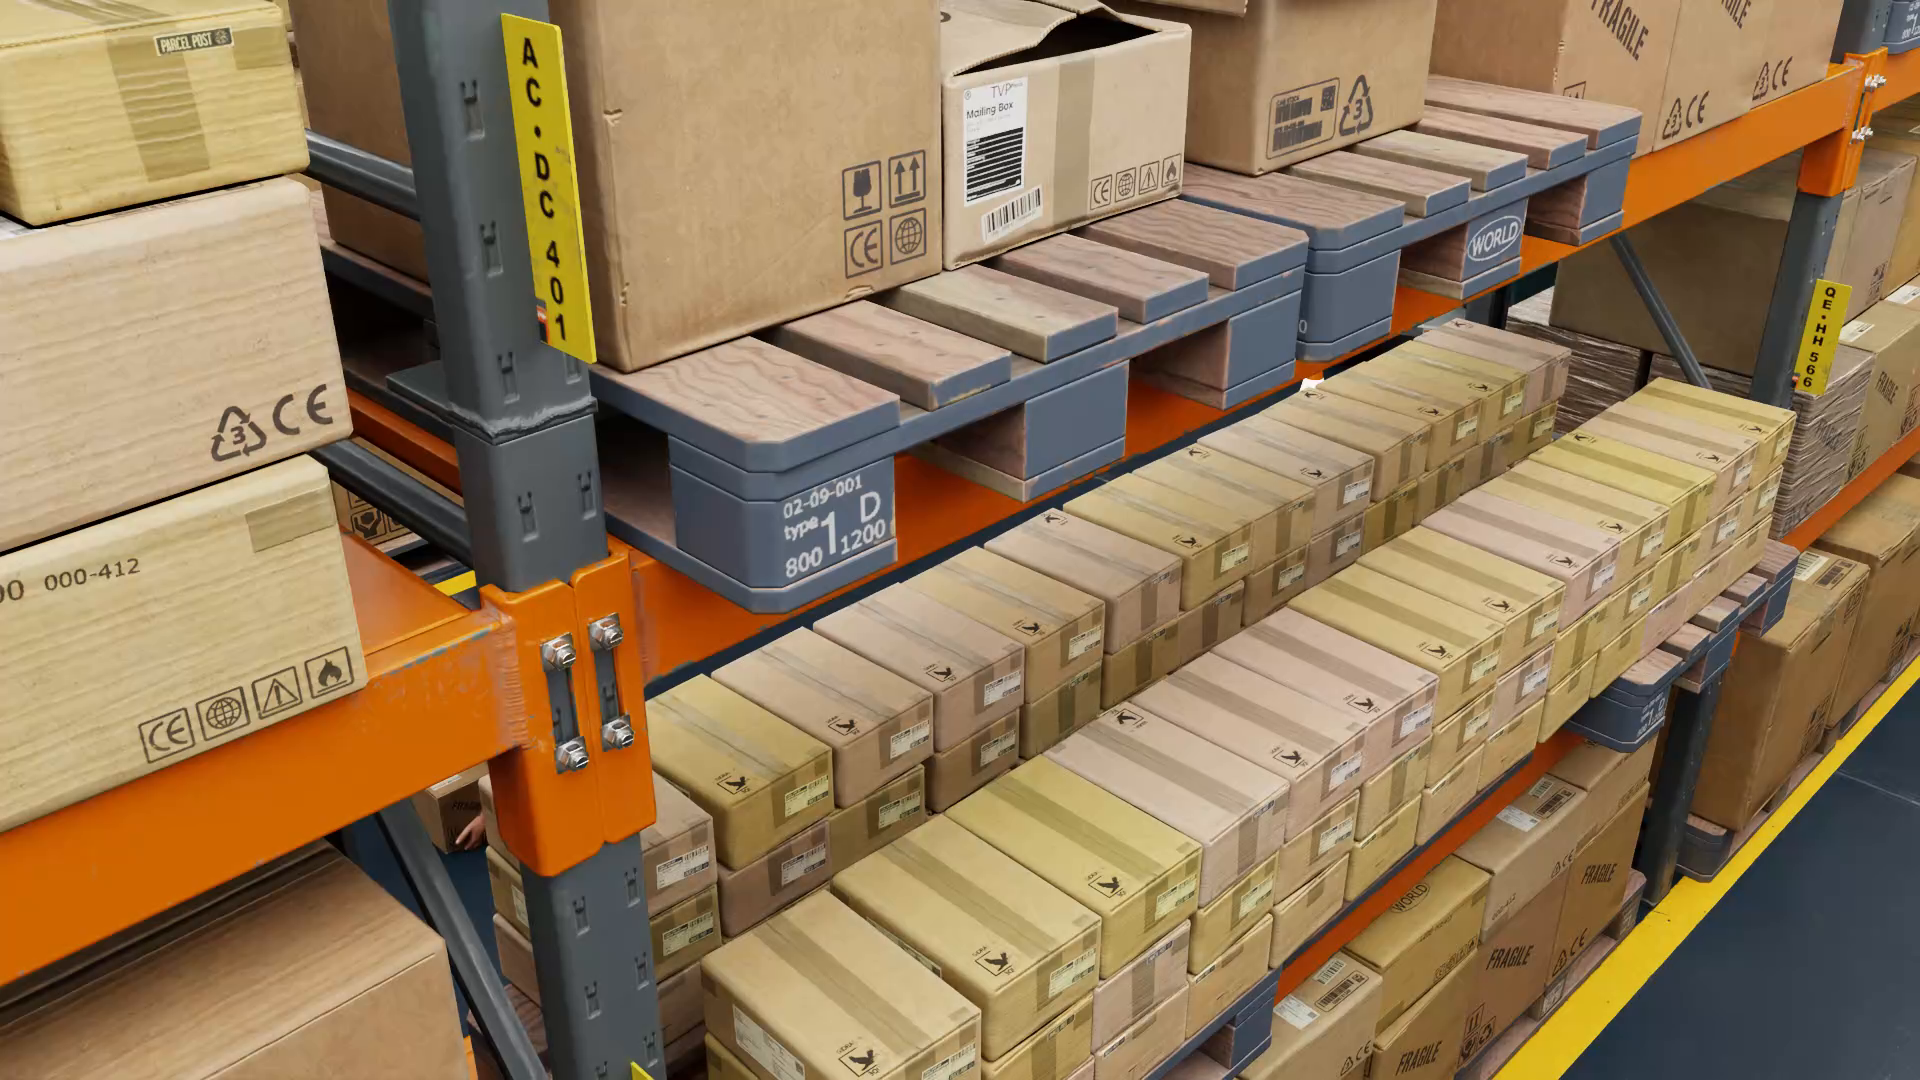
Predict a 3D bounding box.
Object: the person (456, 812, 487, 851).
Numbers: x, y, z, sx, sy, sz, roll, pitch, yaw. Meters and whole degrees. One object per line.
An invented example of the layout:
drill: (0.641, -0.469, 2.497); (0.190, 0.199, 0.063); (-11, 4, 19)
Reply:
person: (-1.587, 0.598, 6.064); (0.546, 0.855, 0.881); (24, 36, 38)
